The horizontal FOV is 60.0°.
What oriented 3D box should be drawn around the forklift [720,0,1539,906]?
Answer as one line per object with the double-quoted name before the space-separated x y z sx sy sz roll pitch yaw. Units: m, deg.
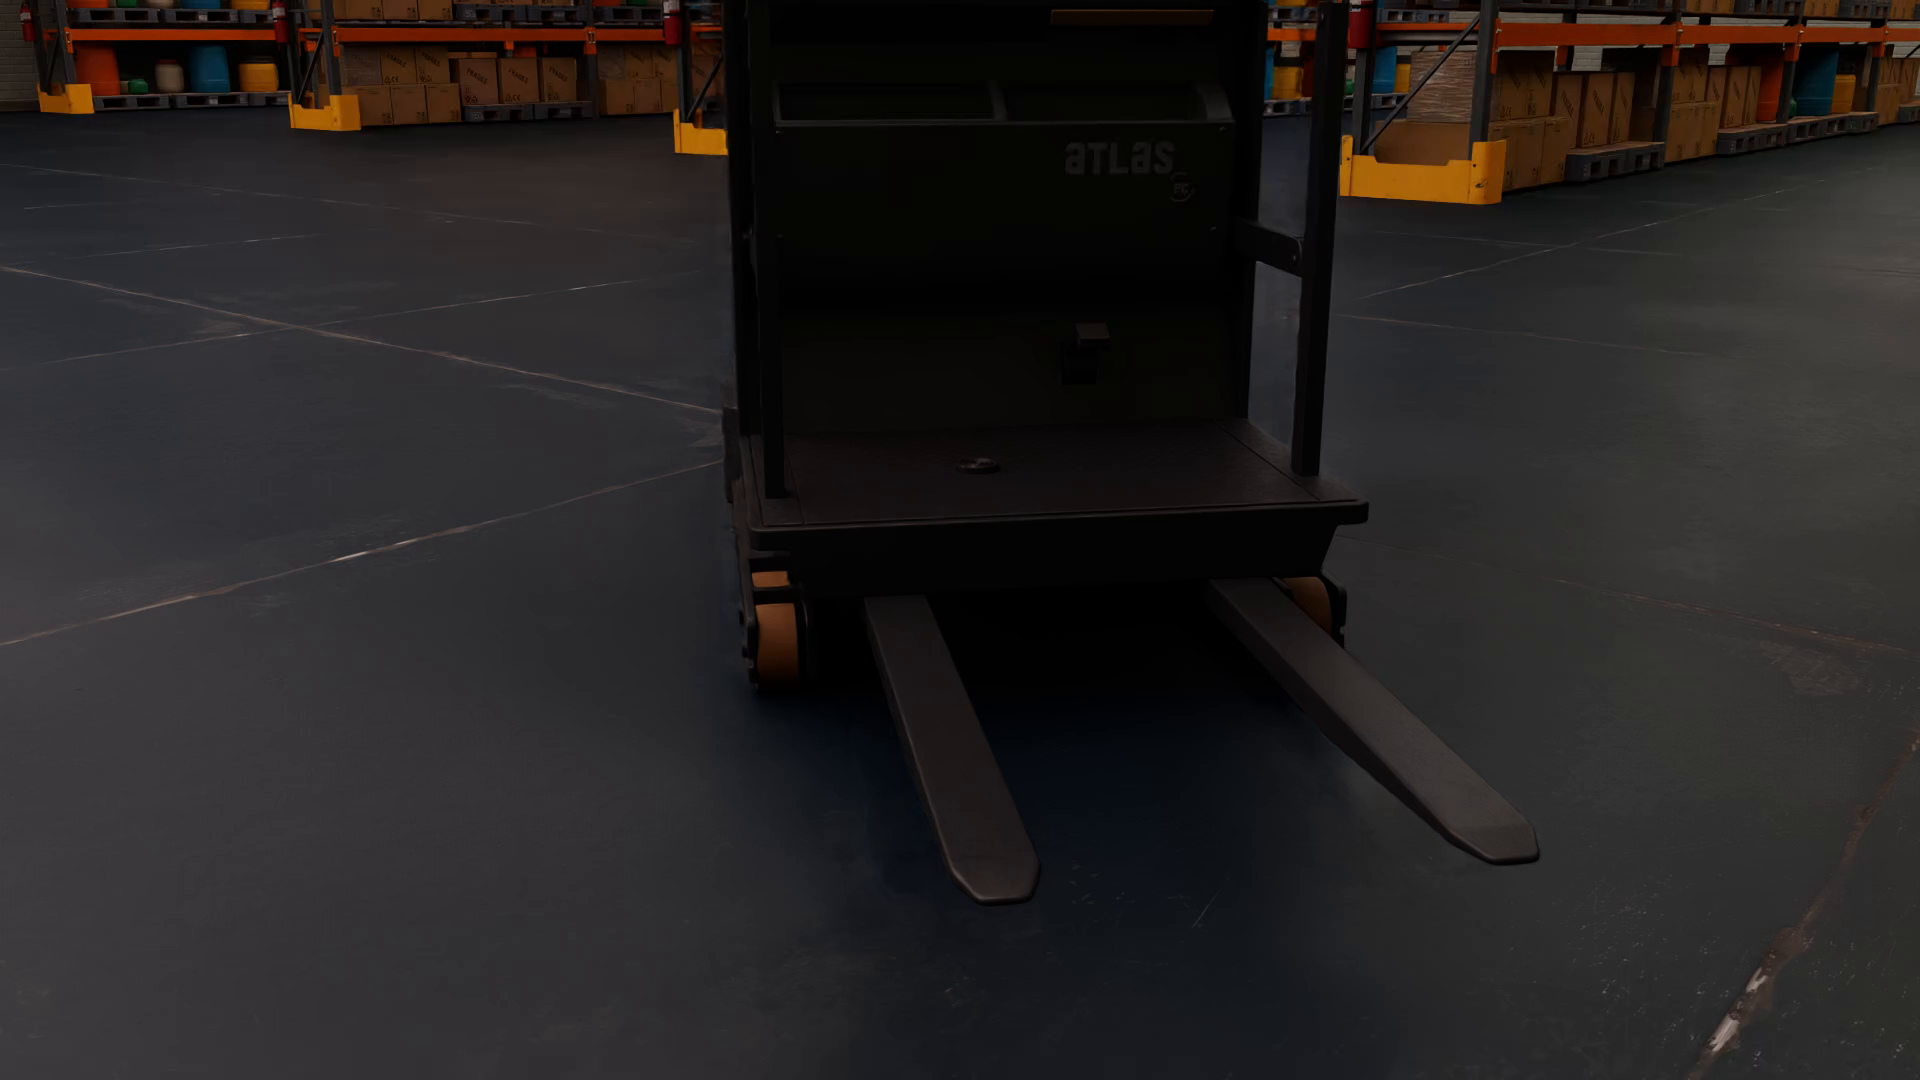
"forklift" 0.114 -1.236 2.969 1.130 2.935 3.031 -3 17 -9
